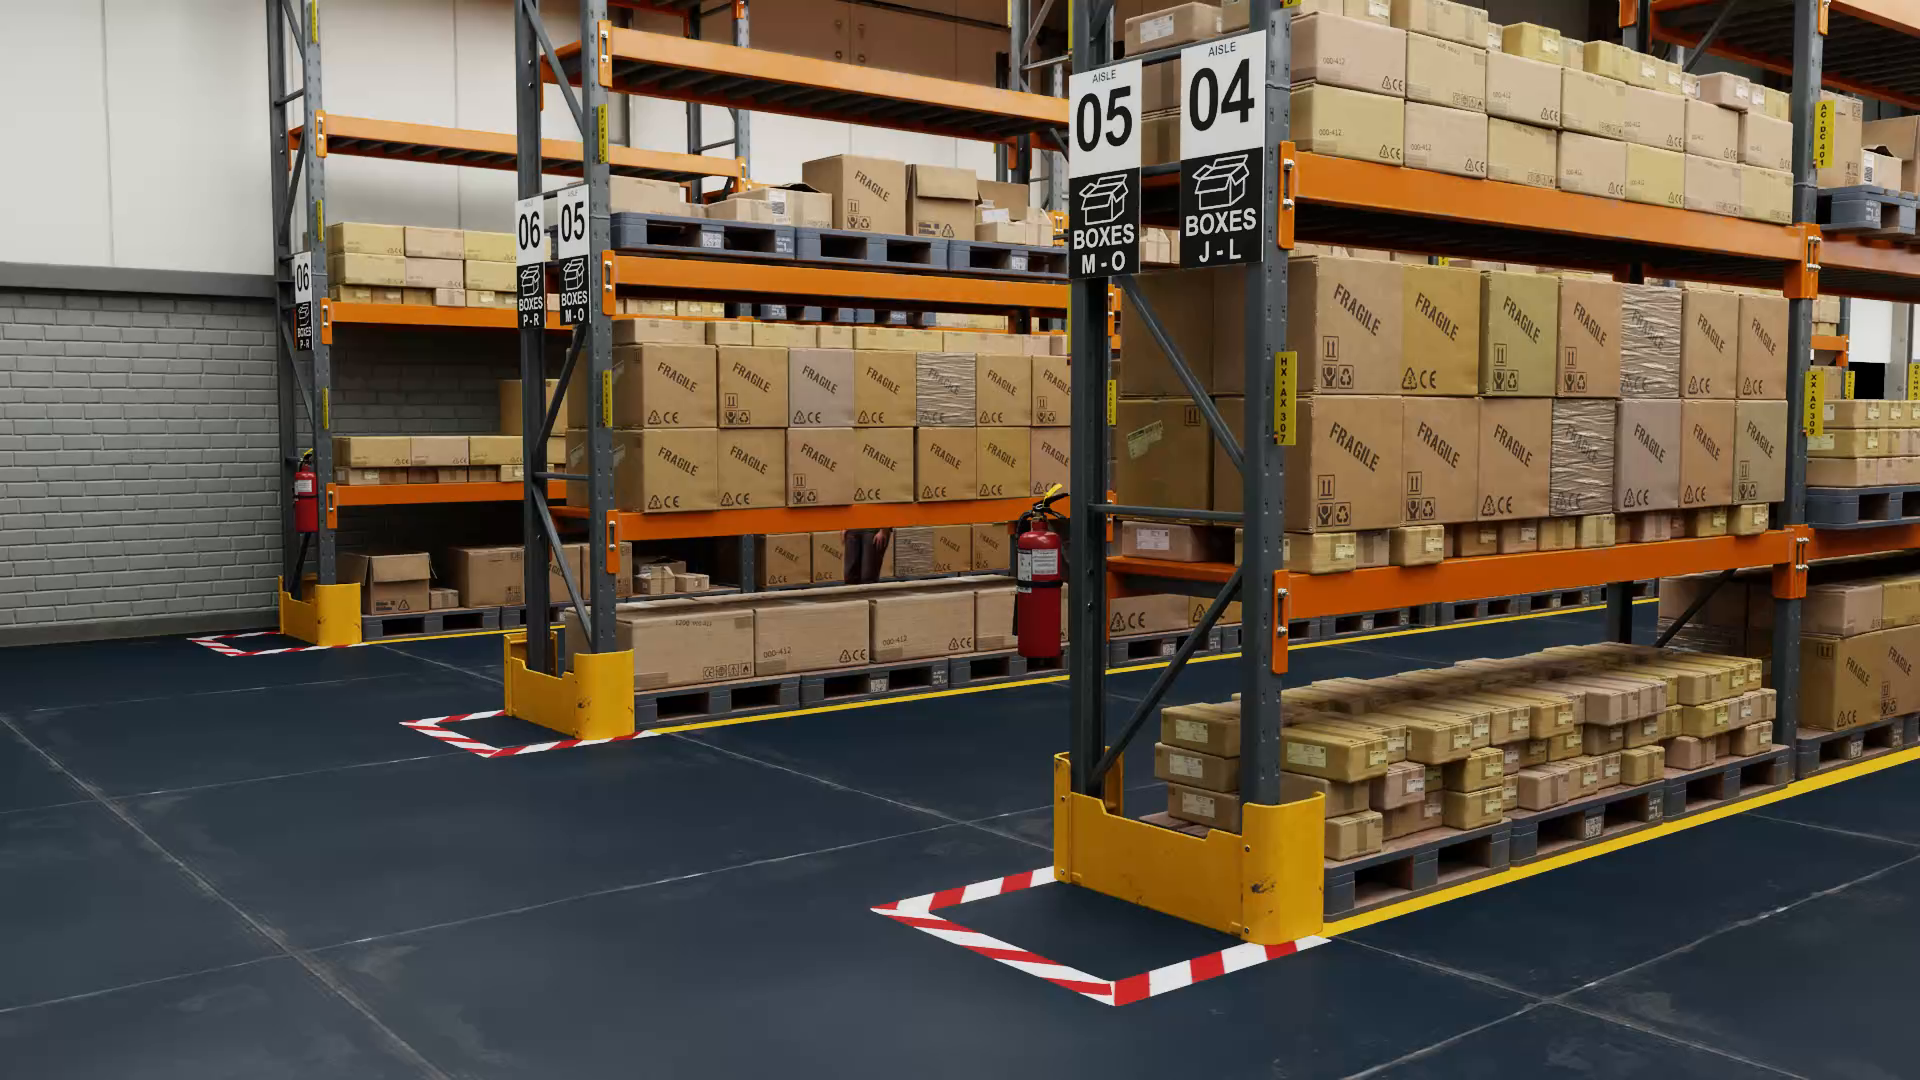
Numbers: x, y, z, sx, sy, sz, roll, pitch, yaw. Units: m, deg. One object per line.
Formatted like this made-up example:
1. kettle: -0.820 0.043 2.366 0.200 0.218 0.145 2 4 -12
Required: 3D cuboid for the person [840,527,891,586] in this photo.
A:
1. person: -0.824 -0.060 14.451 0.376 1.720 0.590 -4 6 -42
